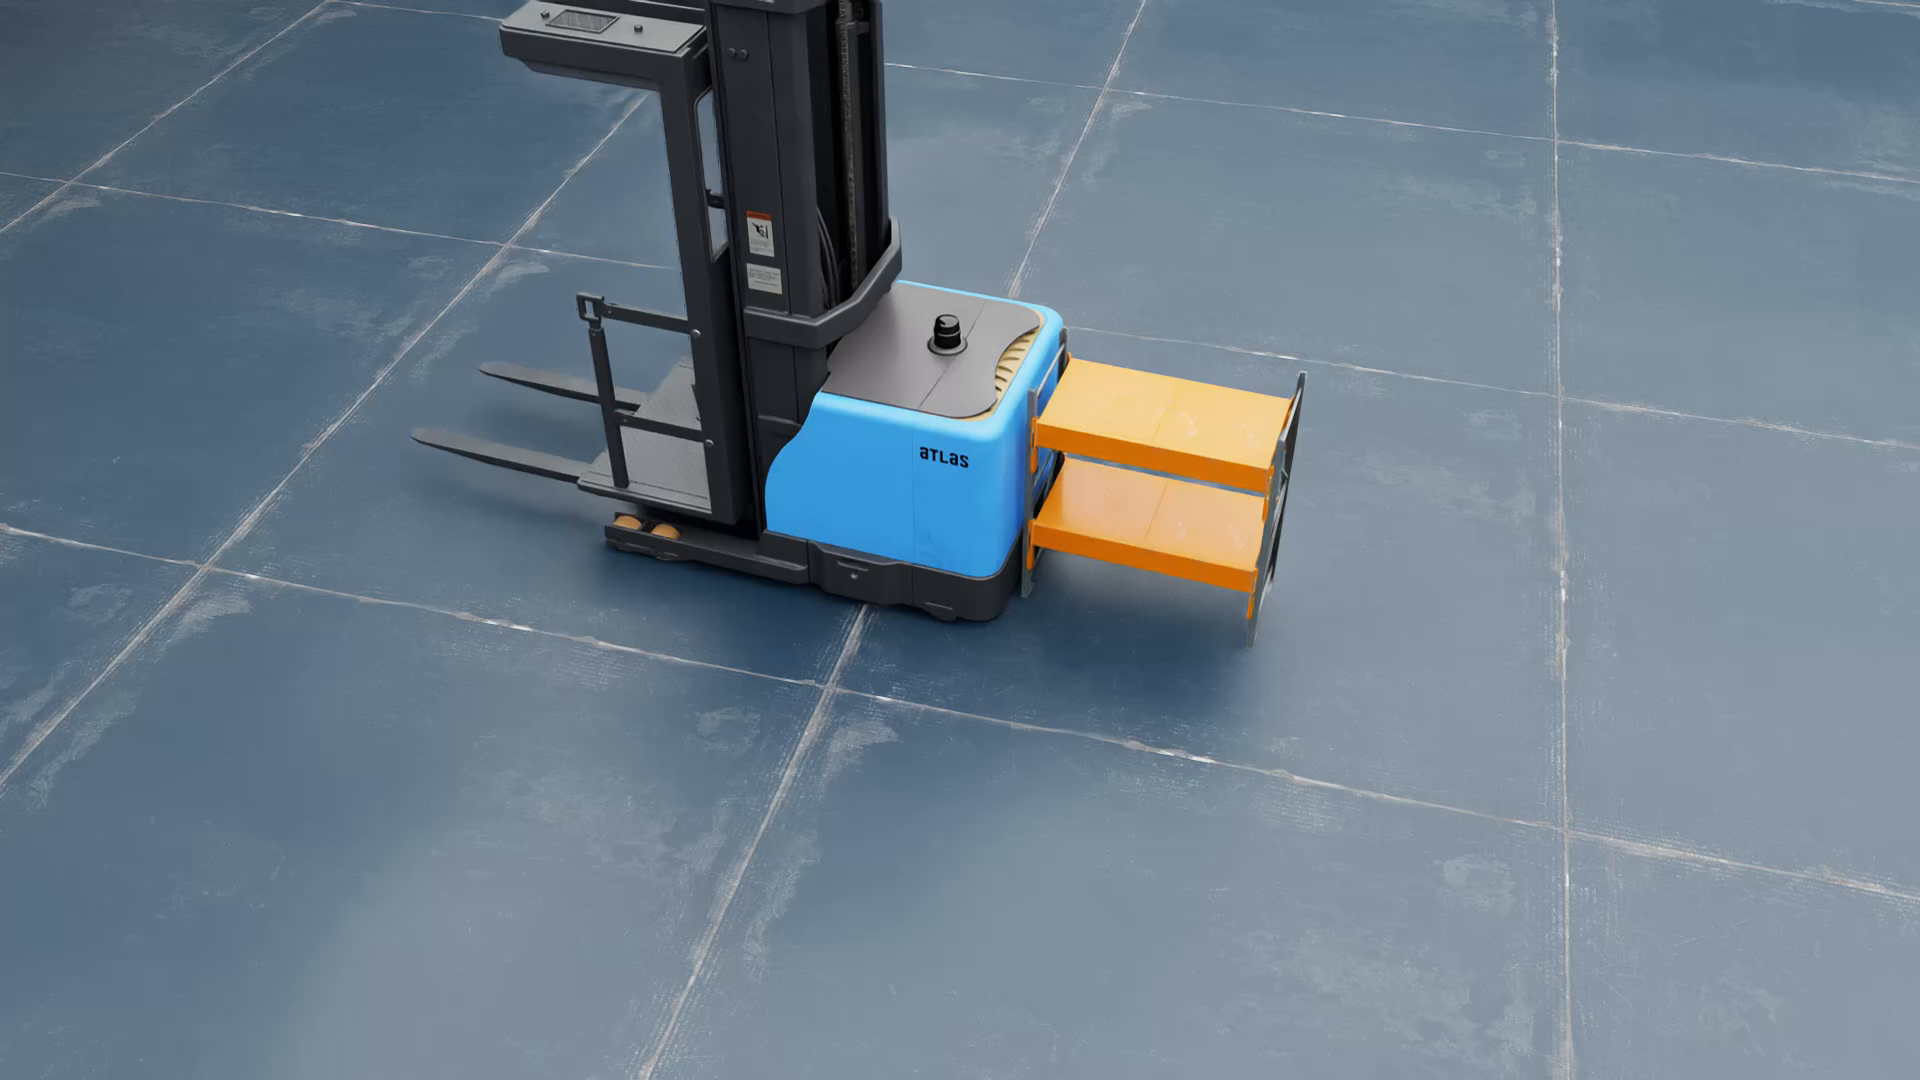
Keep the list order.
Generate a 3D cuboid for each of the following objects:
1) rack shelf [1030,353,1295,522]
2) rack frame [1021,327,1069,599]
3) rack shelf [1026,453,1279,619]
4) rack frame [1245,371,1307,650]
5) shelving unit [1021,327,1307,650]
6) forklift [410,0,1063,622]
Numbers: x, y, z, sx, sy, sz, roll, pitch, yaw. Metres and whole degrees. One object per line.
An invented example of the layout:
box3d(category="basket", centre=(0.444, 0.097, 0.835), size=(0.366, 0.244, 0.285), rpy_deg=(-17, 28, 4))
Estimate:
box3d(category="rack shelf", centre=(0.849, -0.440, 6.945), size=(1.000, 0.278, 0.538), rpy_deg=(13, 42, 15))
box3d(category="rack frame", centre=(0.368, -0.323, 7.260), size=(0.032, 1.125, 0.500), rpy_deg=(13, 42, 15))
box3d(category="rack shelf", centre=(0.849, -0.029, 7.290), size=(1.000, 0.278, 0.538), rpy_deg=(13, 42, 15))
box3d(category="rack frame", centre=(1.329, -0.109, 7.005), size=(0.032, 1.125, 0.500), rpy_deg=(13, 42, 15))
box3d(category="shelving unit", centre=(0.849, -0.216, 7.133), size=(1.048, 1.125, 0.538), rpy_deg=(13, 42, 15))
box3d(category="forklift", centre=(-1.108, -1.334, 7.060), size=(3.031, 2.935, 1.130), rpy_deg=(13, 42, 15))
